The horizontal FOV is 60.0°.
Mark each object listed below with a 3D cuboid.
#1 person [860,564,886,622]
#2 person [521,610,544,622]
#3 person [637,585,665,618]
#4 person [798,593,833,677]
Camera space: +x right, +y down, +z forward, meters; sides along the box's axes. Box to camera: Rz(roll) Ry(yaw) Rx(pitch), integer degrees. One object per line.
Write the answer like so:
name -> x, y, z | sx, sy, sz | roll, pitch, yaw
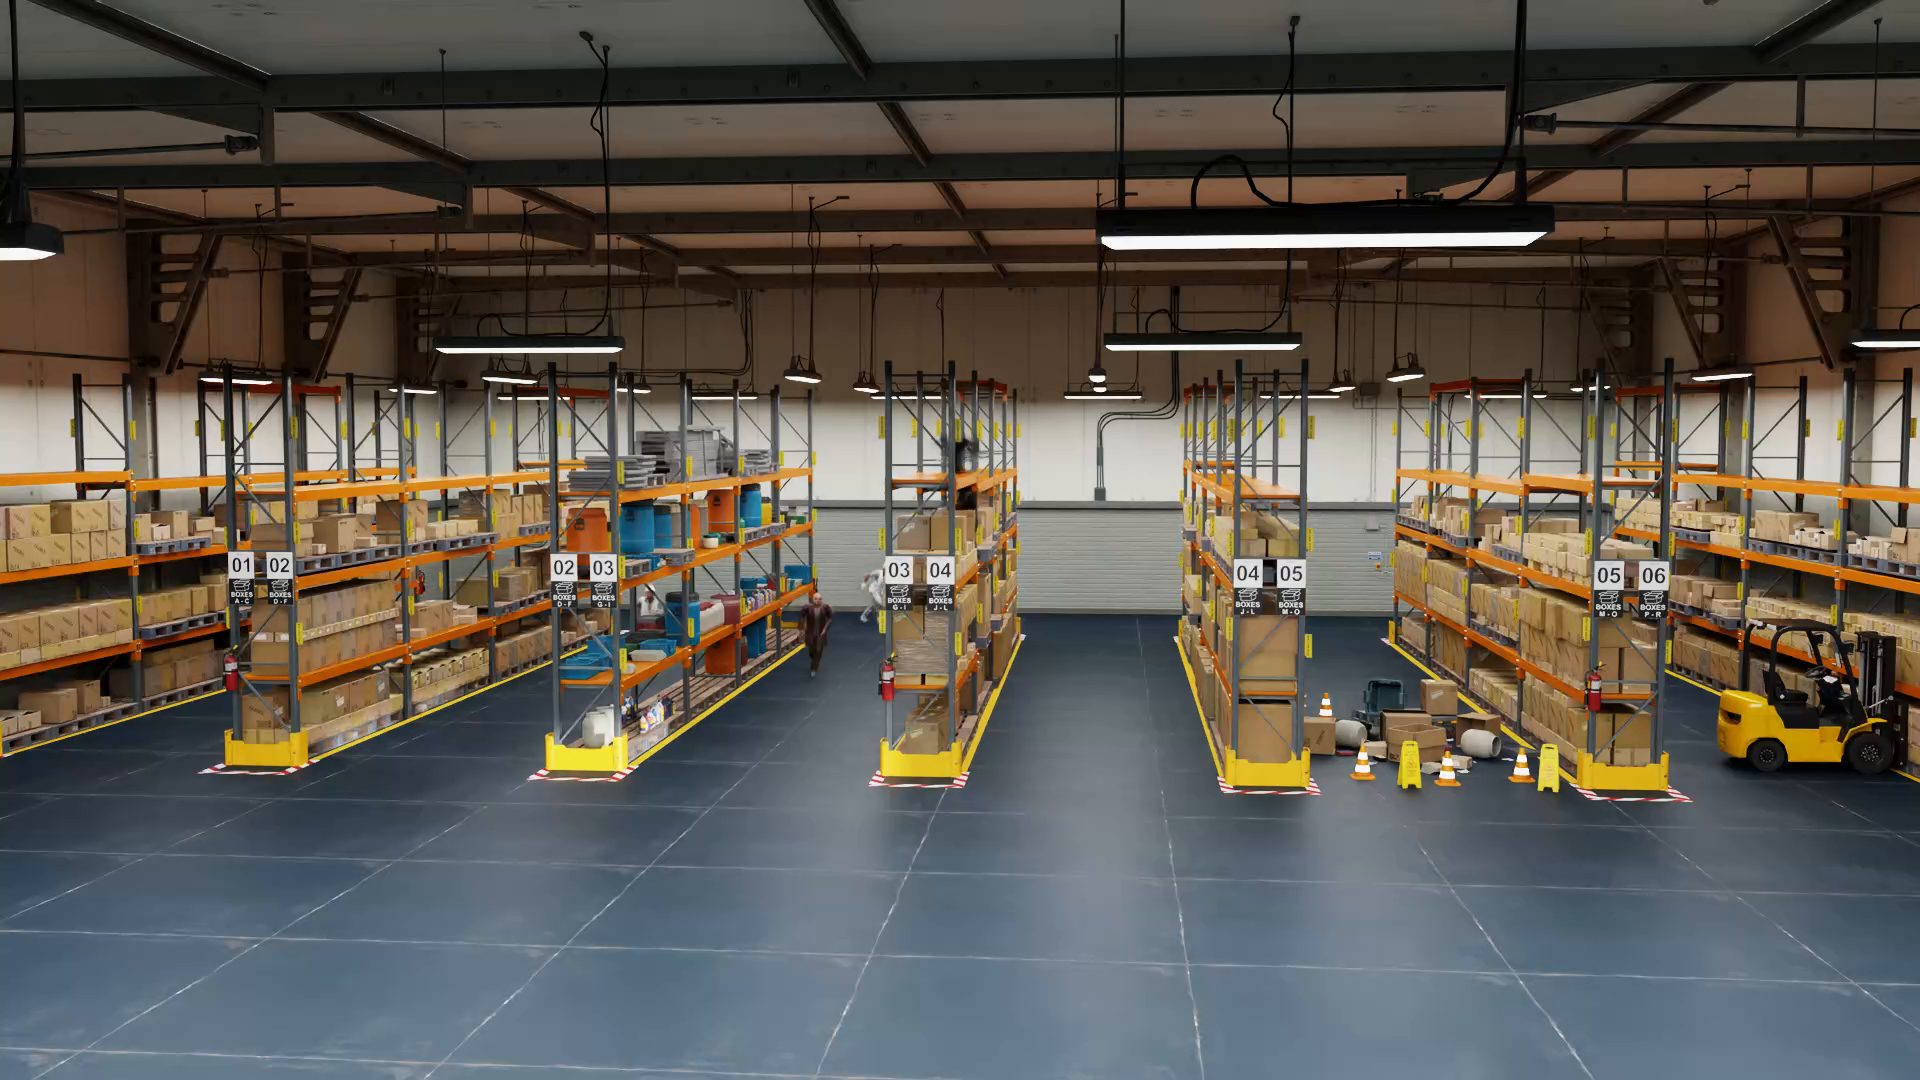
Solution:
person -> -2.124, 1.354, 42.903 | 1.129, 1.556, 0.718 | 4, 5, 43
person -> -10.794, 1.330, 42.158 | 0.805, 1.844, 0.642 | 0, 4, 1
person -> -6.683, 1.808, 35.757 | 0.654, 1.699, 0.729 | -1, 4, -12
person -> -2.952, 1.917, 34.012 | 0.715, 1.712, 0.709 | -1, 4, -11
